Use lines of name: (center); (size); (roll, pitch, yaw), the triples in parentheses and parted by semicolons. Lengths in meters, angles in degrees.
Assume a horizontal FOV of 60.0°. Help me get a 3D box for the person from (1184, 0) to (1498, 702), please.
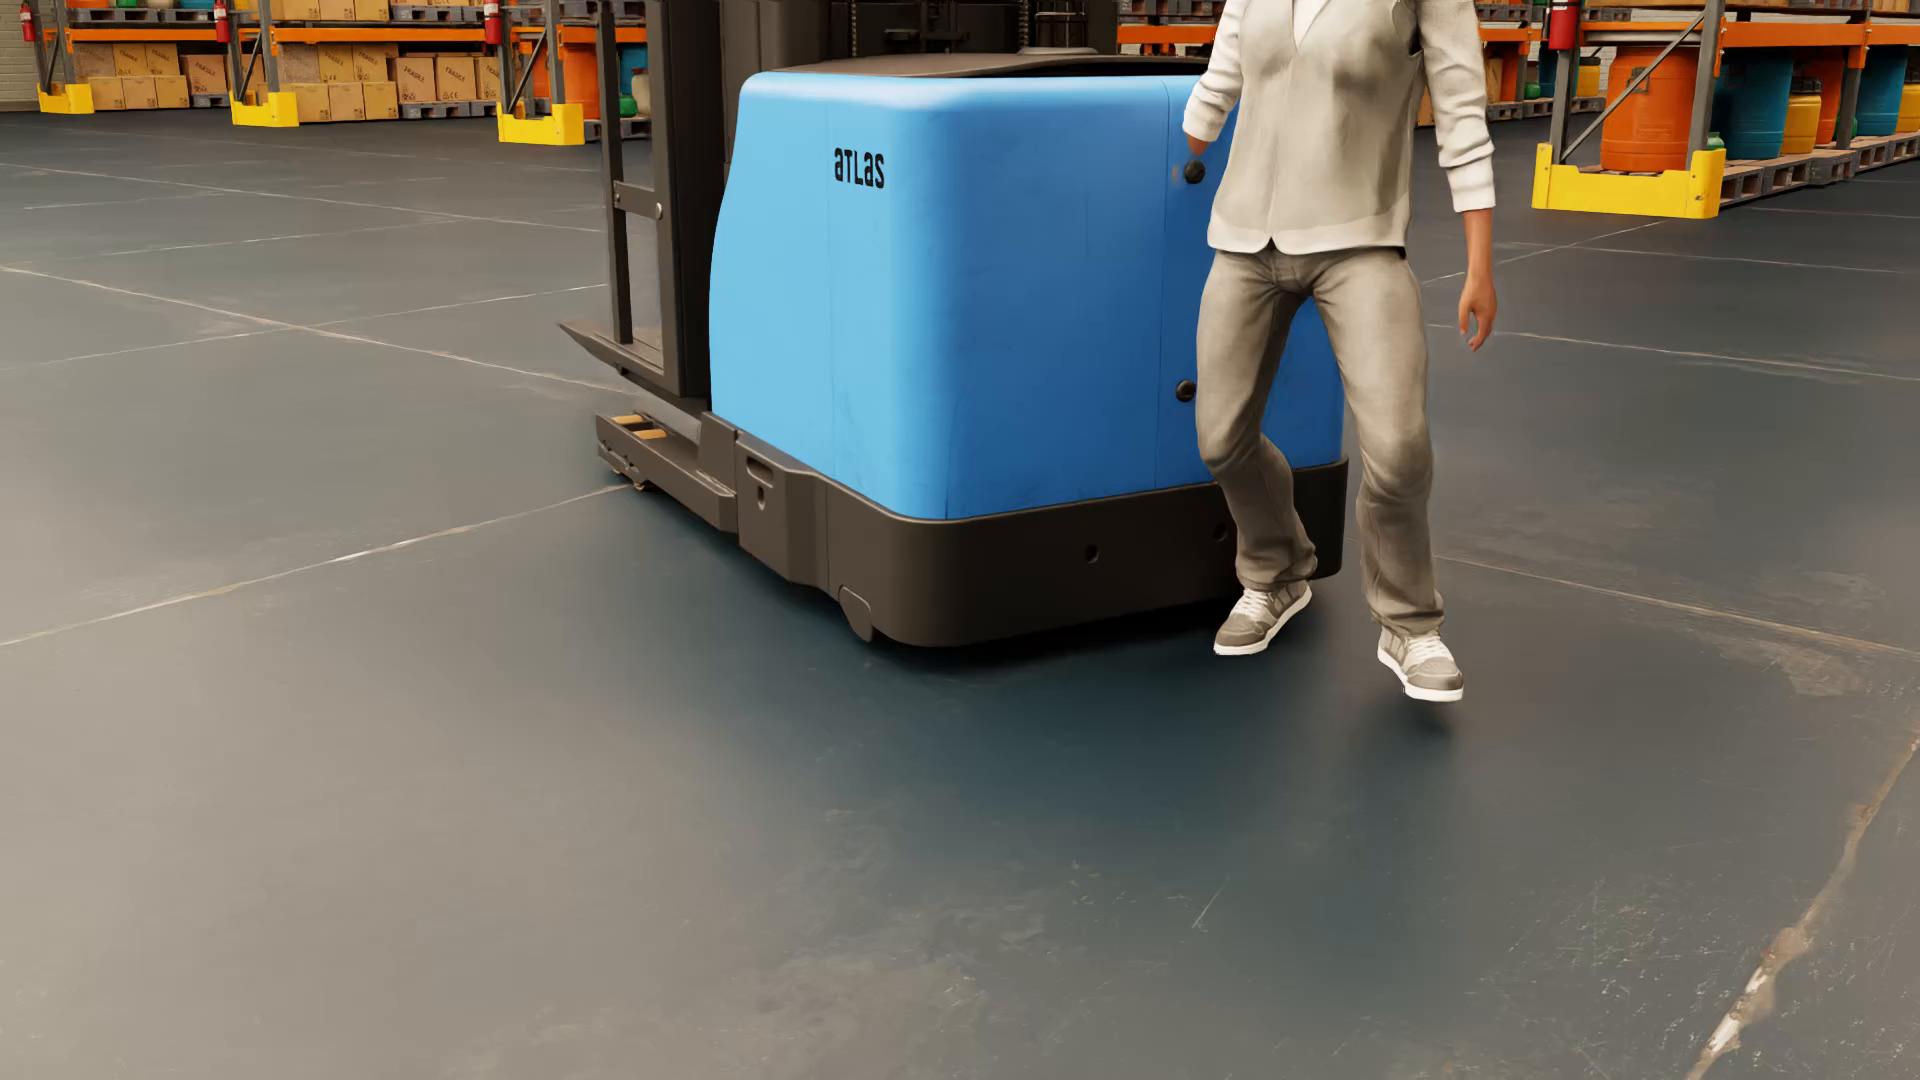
person: (0.633, -0.504, 2.931); (0.730, 1.558, 0.434); (13, 21, 37)

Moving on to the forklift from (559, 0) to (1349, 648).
forklift: (-0.336, -1.584, 4.115); (1.130, 2.935, 3.031); (-9, 19, -27)
